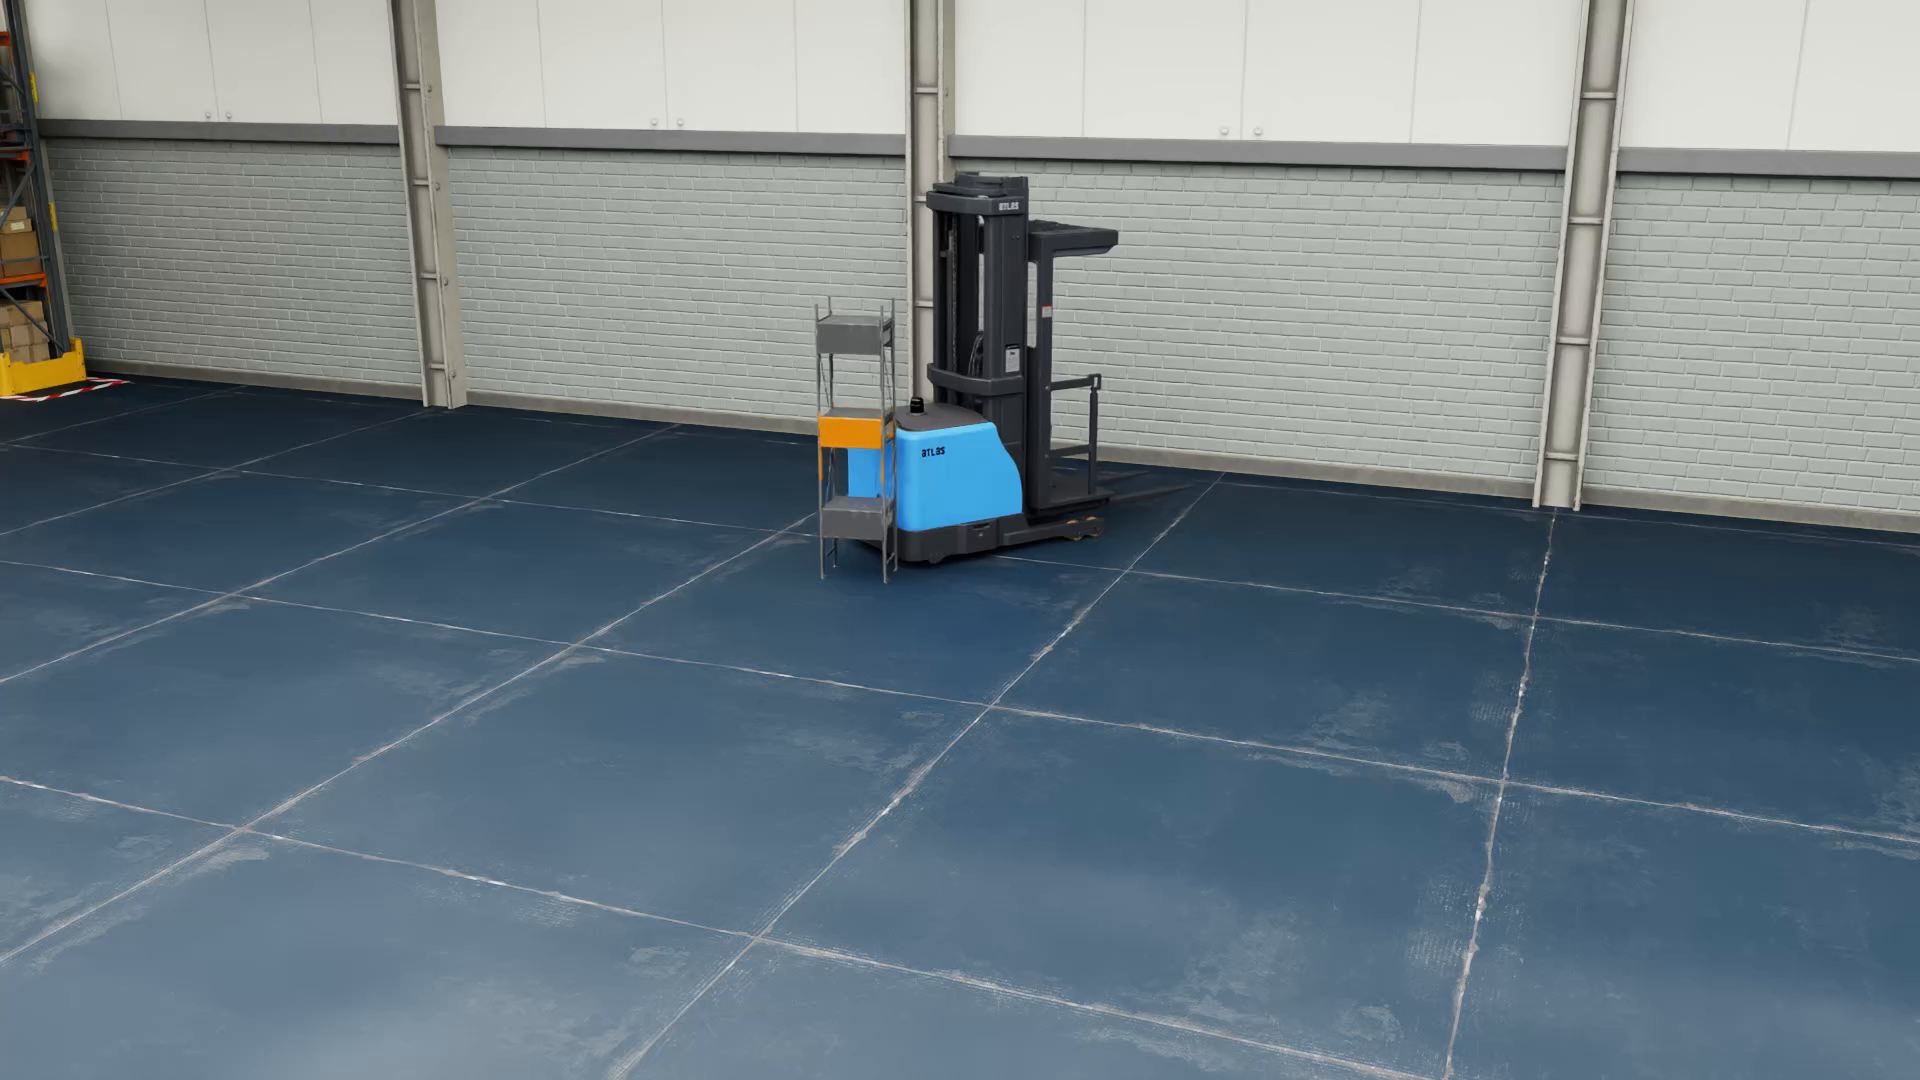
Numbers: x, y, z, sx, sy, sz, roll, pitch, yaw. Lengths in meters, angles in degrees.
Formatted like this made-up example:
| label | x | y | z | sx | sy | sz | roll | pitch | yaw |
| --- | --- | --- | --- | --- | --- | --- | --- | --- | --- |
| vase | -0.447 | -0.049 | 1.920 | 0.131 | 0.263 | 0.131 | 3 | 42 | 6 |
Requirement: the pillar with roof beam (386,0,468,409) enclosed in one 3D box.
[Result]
| label | x | y | z | sx | sy | sz | roll | pitch | yaw |
| --- | --- | --- | --- | --- | --- | --- | --- | --- | --- |
| pillar with roof beam | -7.447 | -4.748 | 13.887 | 0.400 | 9.000 | 9.100 | 6 | 17 | 21 |

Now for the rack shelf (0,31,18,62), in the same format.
| label | x | y | z | sx | sy | sz | roll | pitch | yaw |
| --- | --- | --- | --- | --- | --- | --- | --- | --- | --- |
| rack shelf | -12.992 | -5.840 | 19.657 | 4.000 | 0.370 | 1.077 | 6 | 17 | 21 |

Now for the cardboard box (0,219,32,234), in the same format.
| label | x | y | z | sx | sy | sz | roll | pitch | yaw |
| --- | --- | --- | --- | --- | --- | --- | --- | --- | --- |
| cardboard box | -11.352 | -3.753 | 19.880 | 0.250 | 0.149 | 0.380 | 6 | 17 | 19 |

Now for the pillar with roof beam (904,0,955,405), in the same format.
| label | x | y | z | sx | sy | sz | roll | pitch | yaw |
| --- | --- | --- | --- | --- | --- | --- | --- | --- | --- |
| pillar with roof beam | -1.865 | -4.134 | 11.773 | 0.400 | 9.000 | 9.100 | 6 | 17 | 21 |

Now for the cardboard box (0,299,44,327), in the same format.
| label | x | y | z | sx | sy | sz | roll | pitch | yaw |
| --- | --- | --- | --- | --- | --- | --- | --- | --- | --- |
| cardboard box | -11.509 | -2.752 | 20.157 | 0.500 | 0.250 | 0.500 | 6 | 17 | 20 |

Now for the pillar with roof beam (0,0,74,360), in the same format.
| label | x | y | z | sx | sy | sz | roll | pitch | yaw |
| --- | --- | --- | --- | --- | --- | --- | --- | --- | --- |
| pillar with roof beam | -13.028 | -5.361 | 16.001 | 0.400 | 9.000 | 9.100 | 6 | 17 | 21 |

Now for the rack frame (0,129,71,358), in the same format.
| label | x | y | z | sx | sy | sz | roll | pitch | yaw |
| --- | --- | --- | --- | --- | --- | --- | --- | --- | --- |
| rack frame | -11.132 | -3.292 | 19.633 | 0.127 | 3.000 | 1.000 | 6 | 17 | 21 |

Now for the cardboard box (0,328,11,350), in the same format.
| label | x | y | z | sx | sy | sz | roll | pitch | yaw |
| --- | --- | --- | --- | --- | --- | --- | --- | --- | --- |
| cardboard box | -11.699 | -2.382 | 19.780 | 0.500 | 0.250 | 0.500 | 6 | 17 | 20 |

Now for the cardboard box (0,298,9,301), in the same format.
| label | x | y | z | sx | sy | sz | roll | pitch | yaw |
| --- | --- | --- | --- | --- | --- | --- | --- | --- | --- |
| cardboard box | -11.976 | -2.802 | 20.329 | 0.500 | 0.250 | 0.500 | 6 | 17 | 21 |

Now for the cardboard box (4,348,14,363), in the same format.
| label | x | y | z | sx | sy | sz | roll | pitch | yaw |
| --- | --- | --- | --- | --- | --- | --- | --- | --- | --- |
| cardboard box | -11.685 | -2.139 | 19.841 | 0.500 | 0.250 | 0.500 | 6 | 17 | 21 |

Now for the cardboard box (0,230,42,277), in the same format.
| label | x | y | z | sx | sy | sz | roll | pitch | yaw |
| --- | --- | --- | --- | --- | --- | --- | --- | --- | --- |
| cardboard box | -11.491 | -3.463 | 20.041 | 0.500 | 0.500 | 0.500 | 7 | 18 | 22 |

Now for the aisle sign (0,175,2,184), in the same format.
| label | x | y | z | sx | sy | sz | roll | pitch | yaw |
| --- | --- | --- | --- | --- | --- | --- | --- | --- | --- |
| aisle sign | -11.178 | -4.457 | 18.985 | 0.004 | 0.787 | 0.394 | 6 | 17 | 21 |

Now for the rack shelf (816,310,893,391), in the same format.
| label | x | y | z | sx | sy | sz | roll | pitch | yaw |
| --- | --- | --- | --- | --- | --- | --- | --- | --- | --- |
| rack shelf | -0.770 | -1.406 | 12.288 | 0.480 | 0.518 | 0.431 | 3 | 16 | 11 |

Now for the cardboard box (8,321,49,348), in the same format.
| label | x | y | z | sx | sy | sz | roll | pitch | yaw |
| --- | --- | --- | --- | --- | --- | --- | --- | --- | --- |
| cardboard box | -11.493 | -2.515 | 20.239 | 0.500 | 0.250 | 0.500 | 7 | 17 | 22 |

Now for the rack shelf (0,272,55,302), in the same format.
| label | x | y | z | sx | sy | sz | roll | pitch | yaw |
| --- | --- | --- | --- | --- | --- | --- | --- | --- | --- |
| rack shelf | -12.992 | -3.151 | 20.438 | 4.000 | 0.370 | 1.077 | 6 | 17 | 21 |

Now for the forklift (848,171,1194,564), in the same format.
| label | x | y | z | sx | sy | sz | roll | pitch | yaw |
| --- | --- | --- | --- | --- | --- | --- | --- | --- | --- |
| forklift | 0.594 | -1.514 | 13.632 | 3.031 | 2.935 | 1.130 | -10 | 19 | -32 |

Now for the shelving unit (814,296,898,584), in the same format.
| label | x | y | z | sx | sy | sz | roll | pitch | yaw |
| --- | --- | --- | --- | --- | --- | --- | --- | --- | --- |
| shelving unit | -0.770 | -0.747 | 12.480 | 0.503 | 2.100 | 0.431 | 3 | 16 | 11 |

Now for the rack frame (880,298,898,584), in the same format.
| label | x | y | z | sx | sy | sz | roll | pitch | yaw |
| --- | --- | --- | --- | --- | --- | --- | --- | --- | --- |
| rack frame | -0.530 | -0.734 | 12.435 | 0.015 | 2.100 | 0.400 | 3 | 16 | 11 |

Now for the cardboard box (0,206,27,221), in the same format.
| label | x | y | z | sx | sy | sz | roll | pitch | yaw |
| --- | --- | --- | --- | --- | --- | --- | --- | --- | --- |
| cardboard box | -11.366 | -3.884 | 19.796 | 0.250 | 0.149 | 0.380 | 6 | 17 | 20 |

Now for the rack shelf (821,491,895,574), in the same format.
| label | x | y | z | sx | sy | sz | roll | pitch | yaw |
| --- | --- | --- | --- | --- | --- | --- | --- | --- | --- |
| rack shelf | -0.770 | -0.062 | 12.679 | 0.480 | 0.518 | 0.431 | 3 | 16 | 11 |

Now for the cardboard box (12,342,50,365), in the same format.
| label | x | y | z | sx | sy | sz | roll | pitch | yaw |
| --- | --- | --- | --- | --- | --- | --- | --- | --- | --- |
| cardboard box | -11.517 | -2.274 | 20.305 | 0.500 | 0.250 | 0.500 | 6 | 17 | 21 |

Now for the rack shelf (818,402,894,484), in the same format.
| label | x | y | z | sx | sy | sz | roll | pitch | yaw |
| --- | --- | --- | --- | --- | --- | --- | --- | --- | --- |
| rack shelf | -0.770 | -0.734 | 12.484 | 0.480 | 0.518 | 0.431 | 3 | 16 | 11 |

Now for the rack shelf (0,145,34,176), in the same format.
| label | x | y | z | sx | sy | sz | roll | pitch | yaw |
| --- | --- | --- | --- | --- | --- | --- | --- | --- | --- |
| rack shelf | -12.992 | -4.592 | 20.020 | 4.000 | 0.370 | 1.077 | 6 | 17 | 21 |

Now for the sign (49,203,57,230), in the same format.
| label | x | y | z | sx | sy | sz | roll | pitch | yaw |
| --- | --- | --- | --- | --- | --- | --- | --- | --- | --- |
| sign | -10.923 | -3.889 | 19.995 | 0.005 | 0.325 | 0.100 | 6 | 17 | 21 |

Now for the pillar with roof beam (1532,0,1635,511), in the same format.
| label | x | y | z | sx | sy | sz | roll | pitch | yaw |
| --- | --- | --- | --- | --- | --- | --- | --- | --- | --- |
| pillar with roof beam | 3.716 | -3.520 | 9.658 | 0.400 | 9.000 | 9.100 | 6 | 17 | 21 |

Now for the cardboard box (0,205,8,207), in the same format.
| label | x | y | z | sx | sy | sz | roll | pitch | yaw |
| --- | --- | --- | --- | --- | --- | --- | --- | --- | --- |
| cardboard box | -11.590 | -3.927 | 19.946 | 0.250 | 0.149 | 0.380 | 7 | 18 | 23 |

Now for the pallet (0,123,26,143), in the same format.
| label | x | y | z | sx | sy | sz | roll | pitch | yaw |
| --- | --- | --- | --- | --- | --- | --- | --- | --- | --- |
| pallet | -11.780 | -4.769 | 19.499 | 1.213 | 0.211 | 1.003 | 6 | 17 | 21 |

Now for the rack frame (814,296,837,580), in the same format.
| label | x | y | z | sx | sy | sz | roll | pitch | yaw |
| --- | --- | --- | --- | --- | --- | --- | --- | --- | --- |
| rack frame | -1.009 | -0.760 | 12.525 | 0.015 | 2.100 | 0.400 | 3 | 16 | 11 |

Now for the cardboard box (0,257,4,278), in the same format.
| label | x | y | z | sx | sy | sz | roll | pitch | yaw |
| --- | --- | --- | --- | --- | --- | --- | --- | --- | --- |
| cardboard box | -11.686 | -3.322 | 19.558 | 0.500 | 0.500 | 0.500 | 6 | 17 | 19 |

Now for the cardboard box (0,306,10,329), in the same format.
| label | x | y | z | sx | sy | sz | roll | pitch | yaw |
| --- | --- | --- | --- | --- | --- | --- | --- | --- | --- |
| cardboard box | -11.675 | -2.620 | 19.702 | 0.500 | 0.250 | 0.500 | 7 | 18 | 22 |

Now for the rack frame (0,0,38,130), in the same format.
| label | x | y | z | sx | sy | sz | roll | pitch | yaw |
| --- | --- | --- | --- | --- | --- | --- | --- | --- | --- |
| rack frame | -11.132 | -6.173 | 18.796 | 0.127 | 3.000 | 1.000 | 6 | 17 | 21 |

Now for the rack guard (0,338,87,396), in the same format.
| label | x | y | z | sx | sy | sz | roll | pitch | yaw |
| --- | --- | --- | --- | --- | --- | --- | --- | --- | --- |
| rack guard | -11.109 | -2.089 | 19.973 | 0.348 | 0.500 | 1.175 | 6 | 17 | 21 |

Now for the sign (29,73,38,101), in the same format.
| label | x | y | z | sx | sy | sz | roll | pitch | yaw |
| --- | --- | --- | --- | --- | --- | --- | --- | --- | --- |
| sign | -10.923 | -5.334 | 19.575 | 0.005 | 0.325 | 0.100 | 6 | 17 | 21 |
